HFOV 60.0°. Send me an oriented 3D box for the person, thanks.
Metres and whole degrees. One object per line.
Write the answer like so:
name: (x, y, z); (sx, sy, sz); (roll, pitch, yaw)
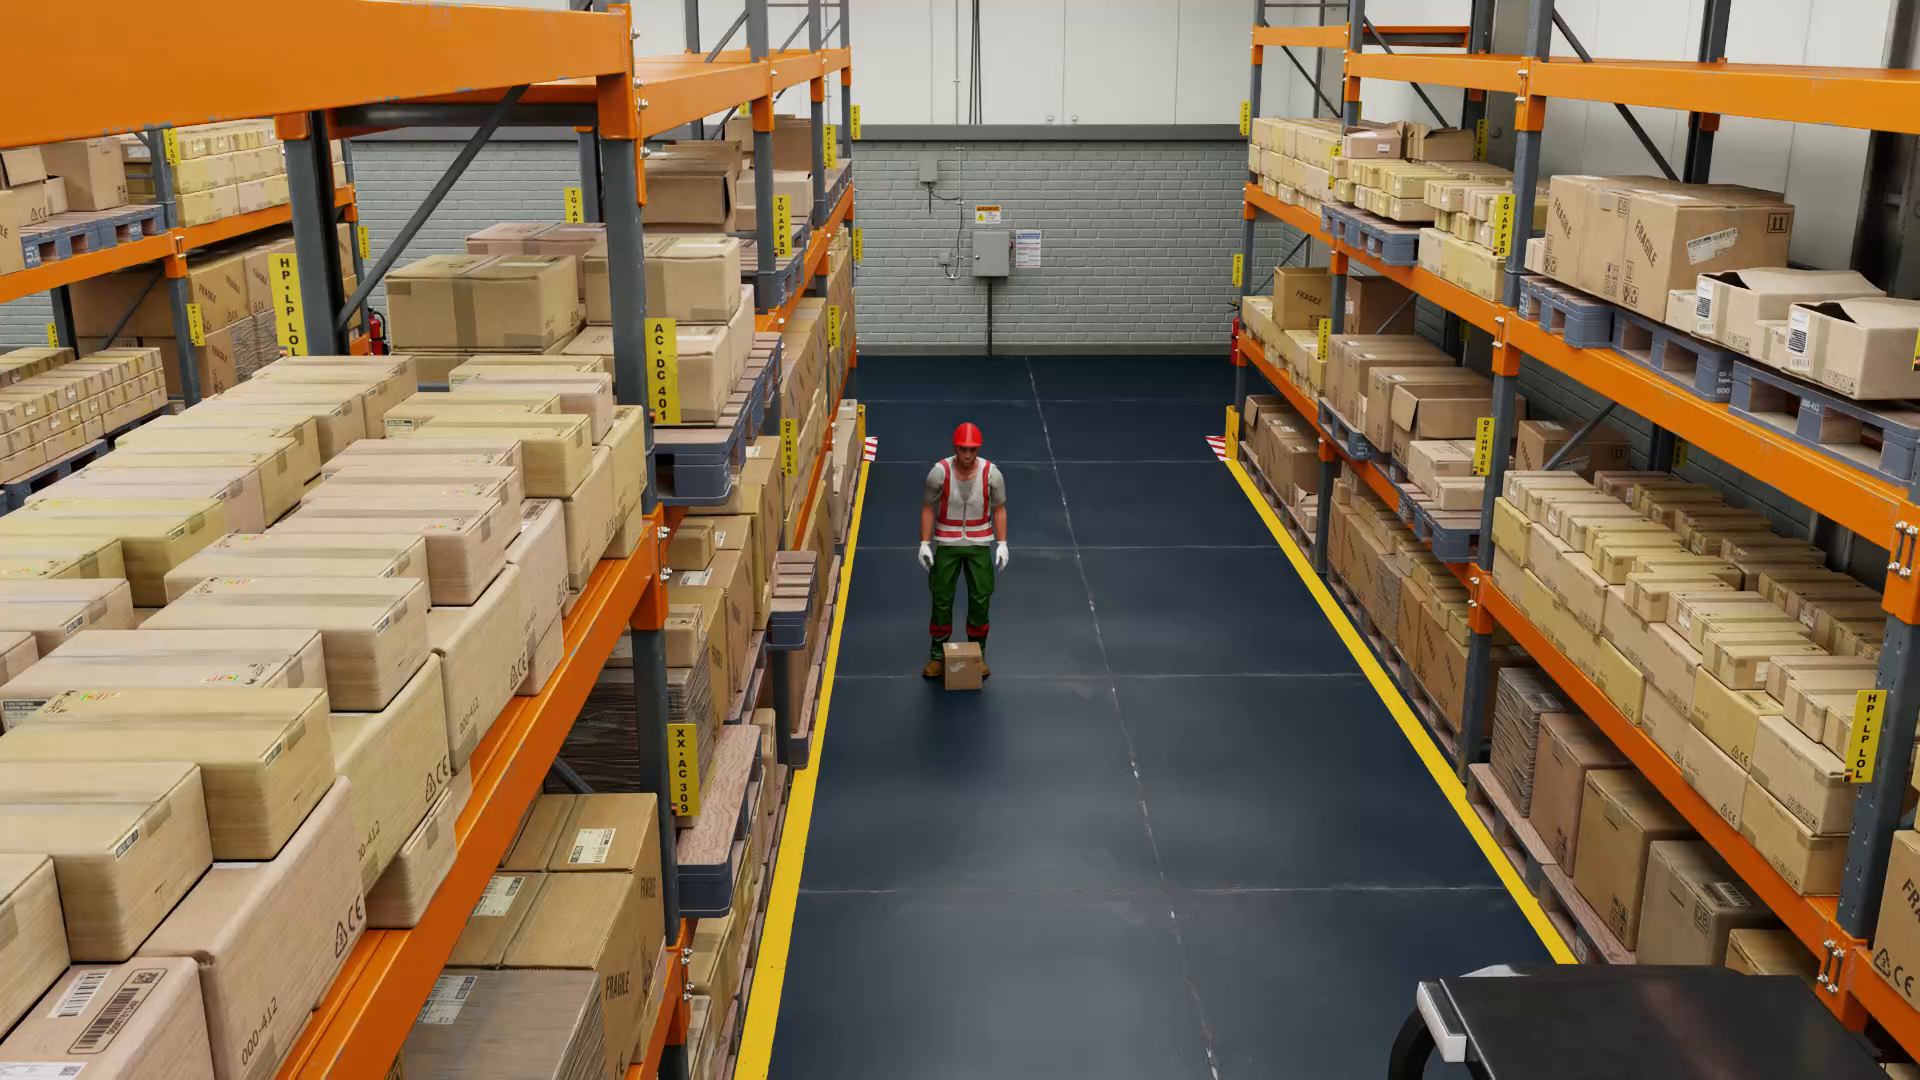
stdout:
person: (0.018, 0.062, 11.320); (0.610, 1.776, 0.461); (-1, 17, -3)
